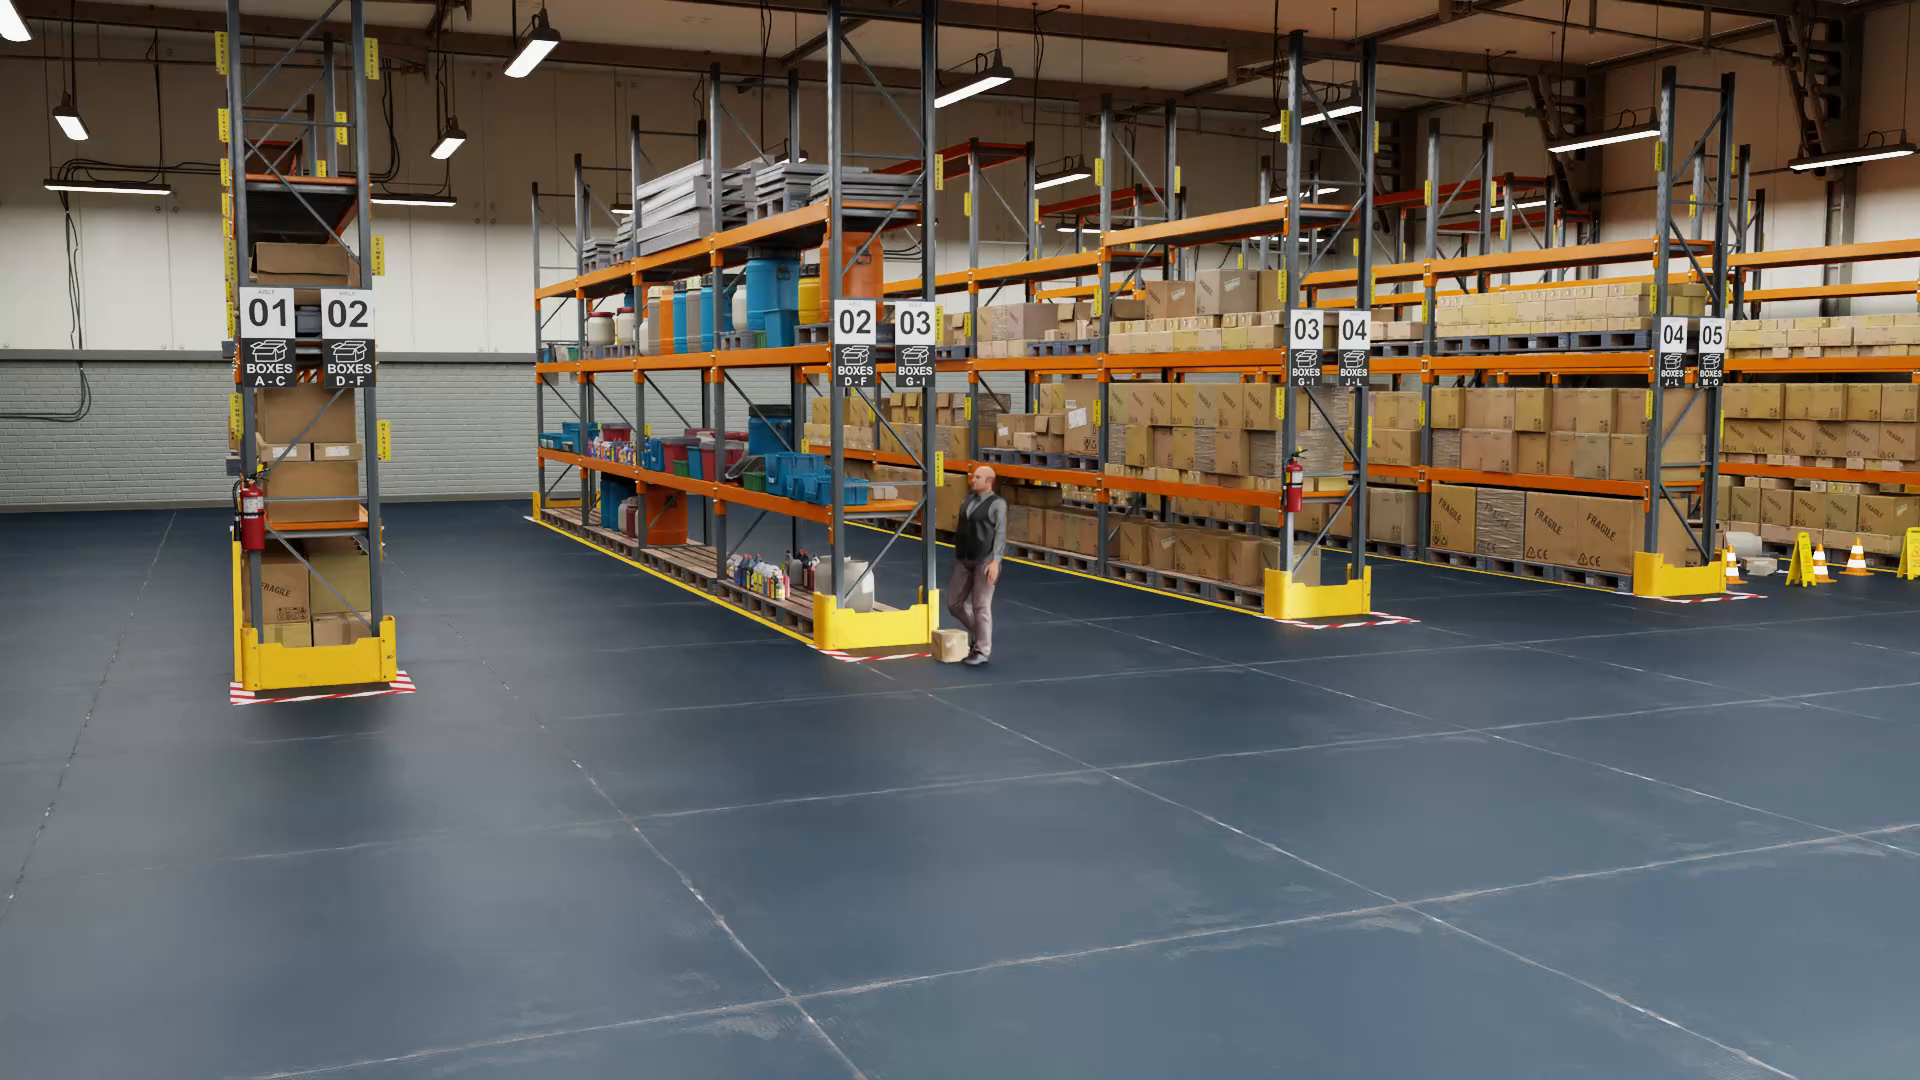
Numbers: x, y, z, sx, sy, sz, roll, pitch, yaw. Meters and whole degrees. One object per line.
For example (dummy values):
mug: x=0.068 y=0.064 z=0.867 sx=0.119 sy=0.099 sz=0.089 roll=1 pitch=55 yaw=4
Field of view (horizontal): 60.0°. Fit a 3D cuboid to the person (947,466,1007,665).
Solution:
person: x=0.156 y=0.210 z=14.530 sx=0.542 sy=1.711 sz=0.565 roll=5 pitch=7 yaw=41
